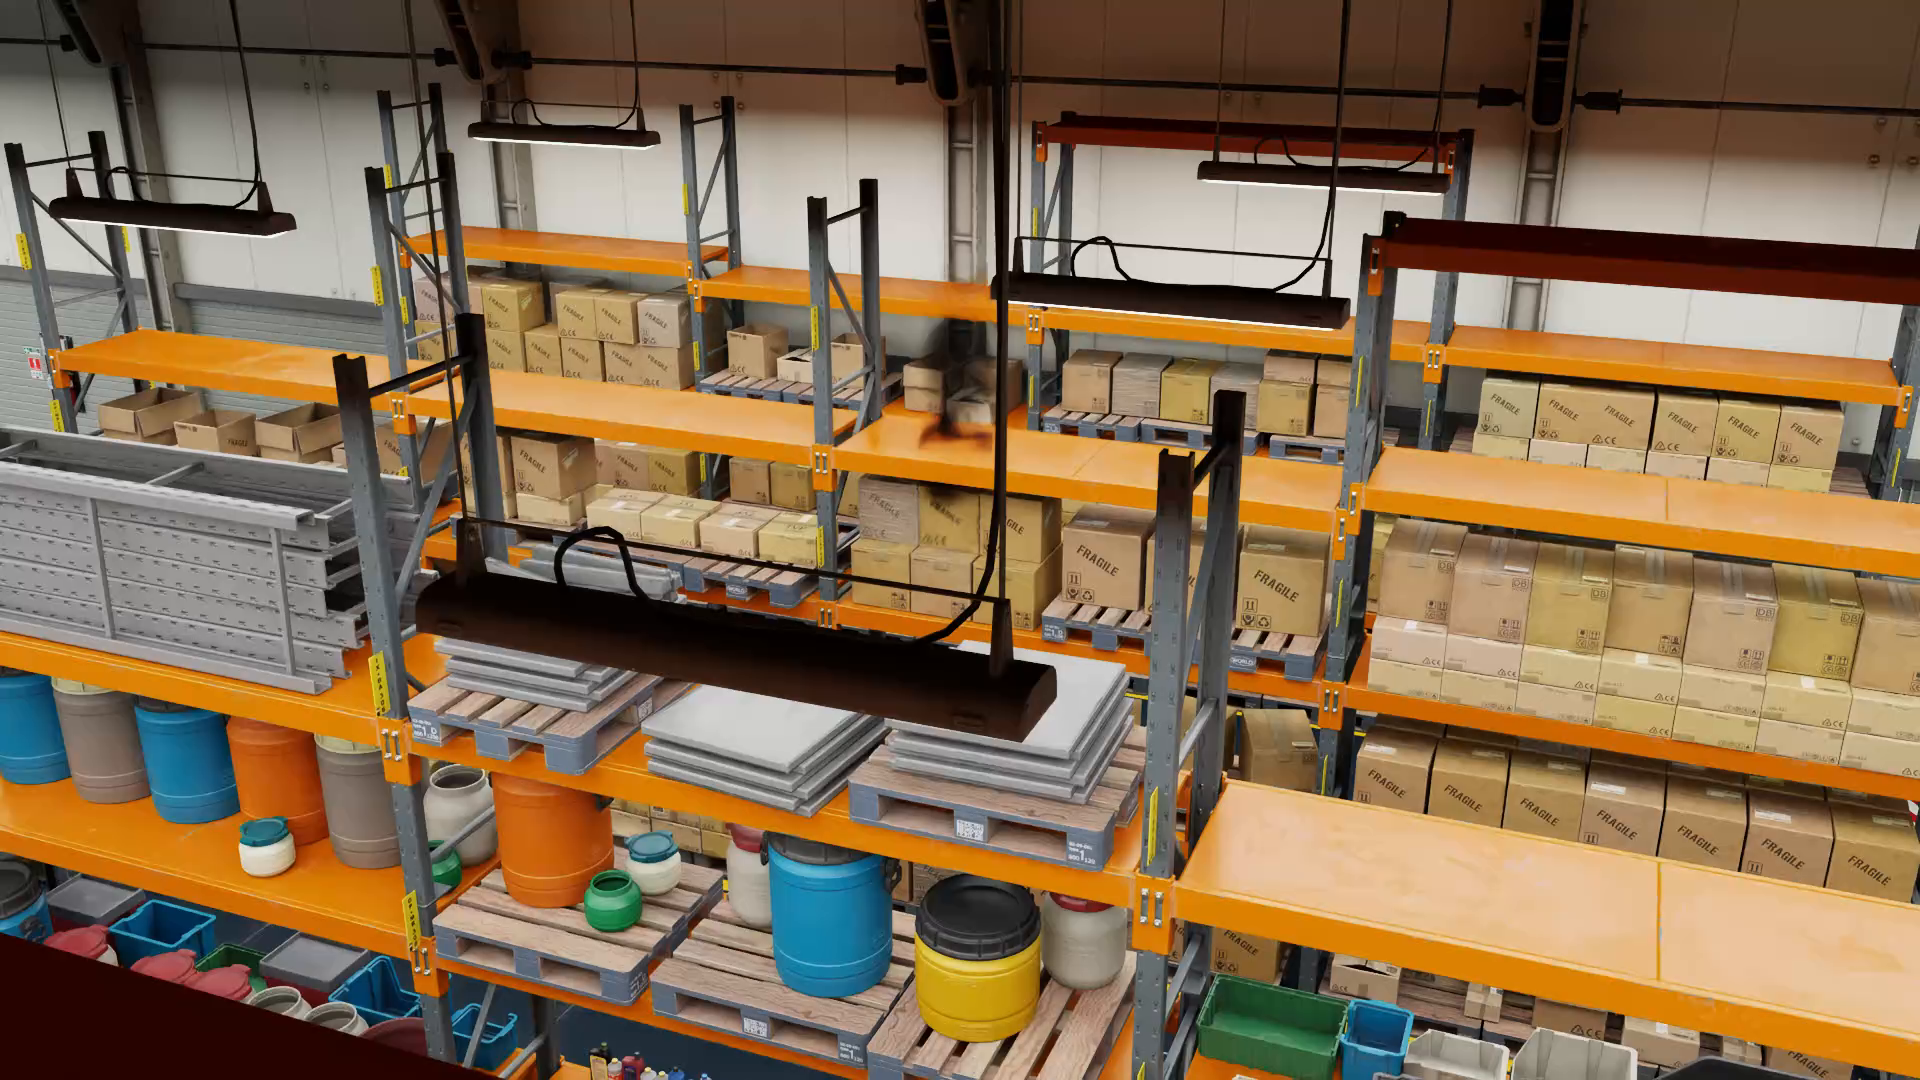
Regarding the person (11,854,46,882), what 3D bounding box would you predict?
[{"bbox_3d":[-7.895,2.522,14.352,0.827,1.073,0.344,-1,21,-4],"label":"person"}]
